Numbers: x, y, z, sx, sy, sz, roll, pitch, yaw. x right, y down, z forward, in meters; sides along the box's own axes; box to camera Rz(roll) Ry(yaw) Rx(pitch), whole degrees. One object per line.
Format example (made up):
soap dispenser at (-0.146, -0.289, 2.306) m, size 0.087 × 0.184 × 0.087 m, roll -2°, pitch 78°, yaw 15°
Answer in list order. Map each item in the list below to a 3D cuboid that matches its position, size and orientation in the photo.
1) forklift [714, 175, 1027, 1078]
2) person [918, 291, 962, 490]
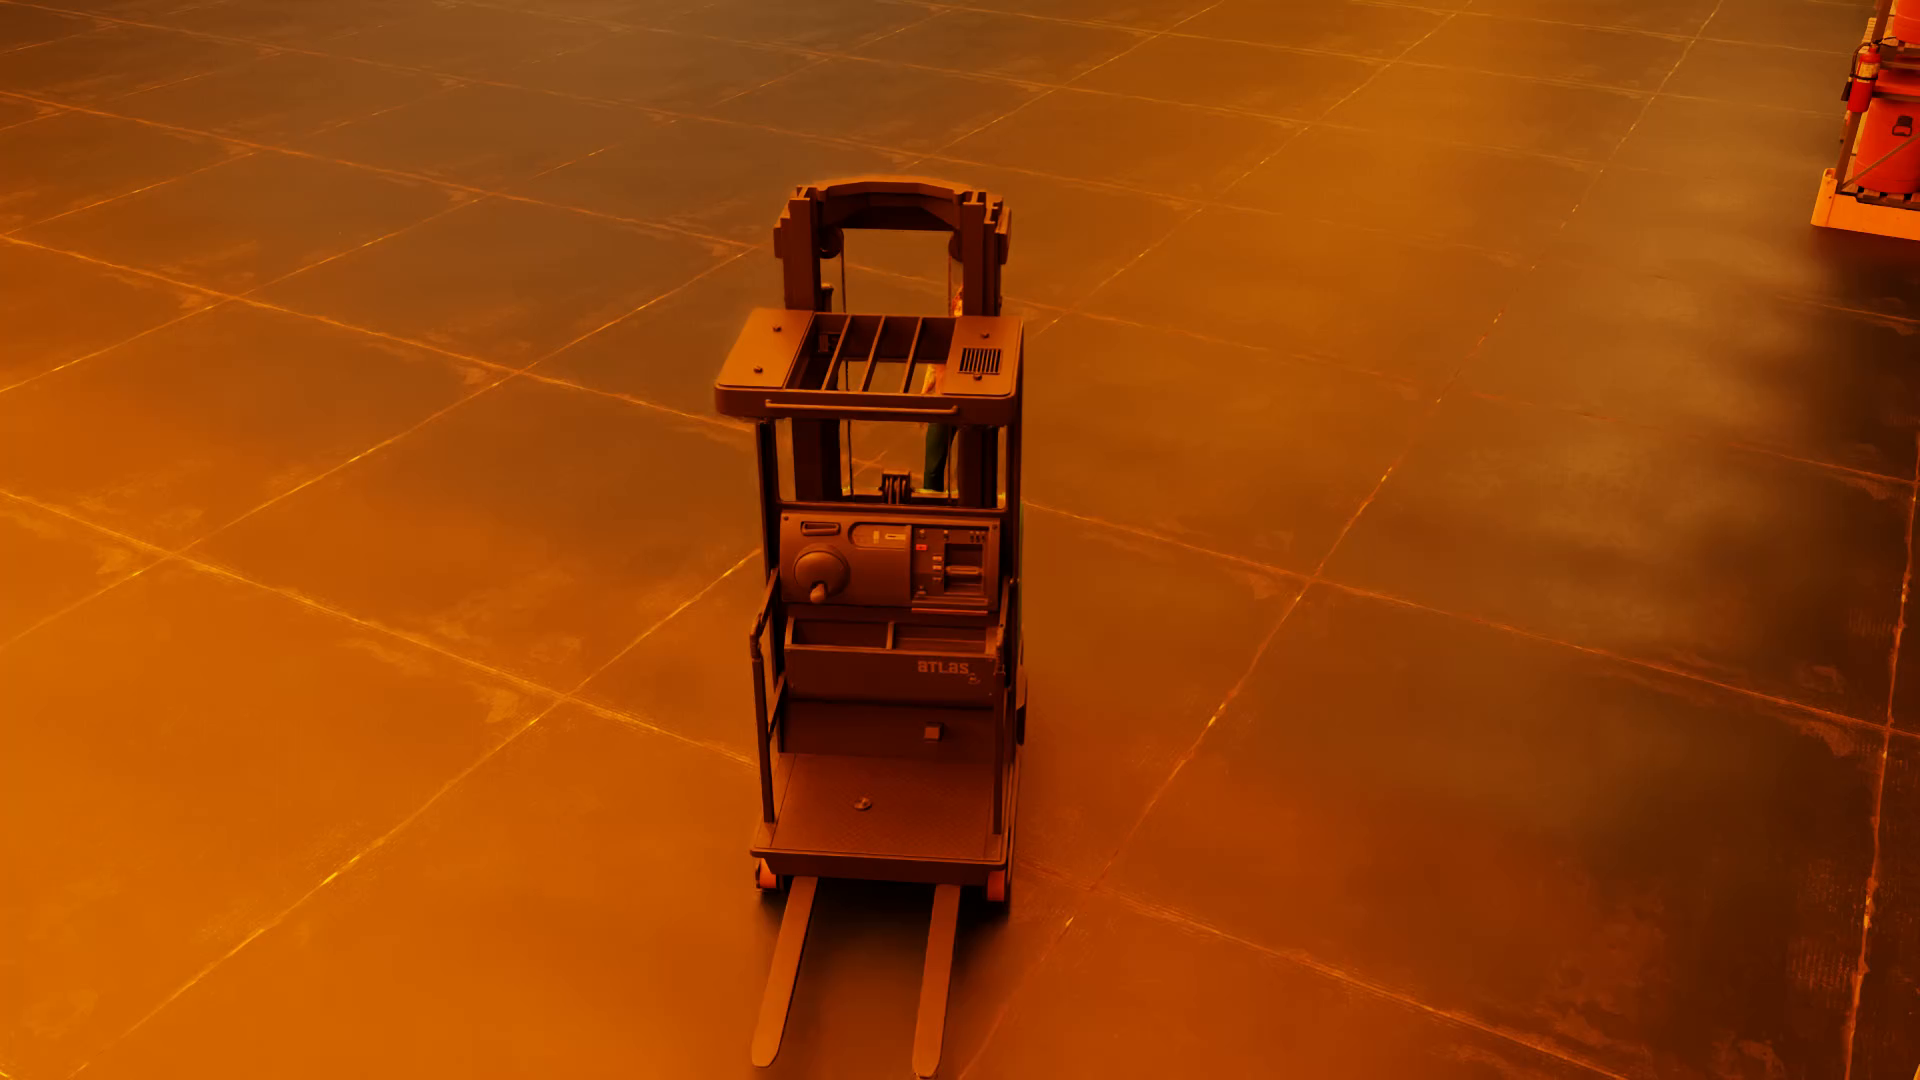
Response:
forklift at (-0.312, 0.136, 6.835) m, size 1.130 × 2.935 × 3.031 m, roll 2°, pitch 30°, yaw 4°
person at (-0.048, -0.669, 9.550) m, size 0.520 × 1.597 × 0.476 m, roll 15°, pitch 33°, yaw 25°
